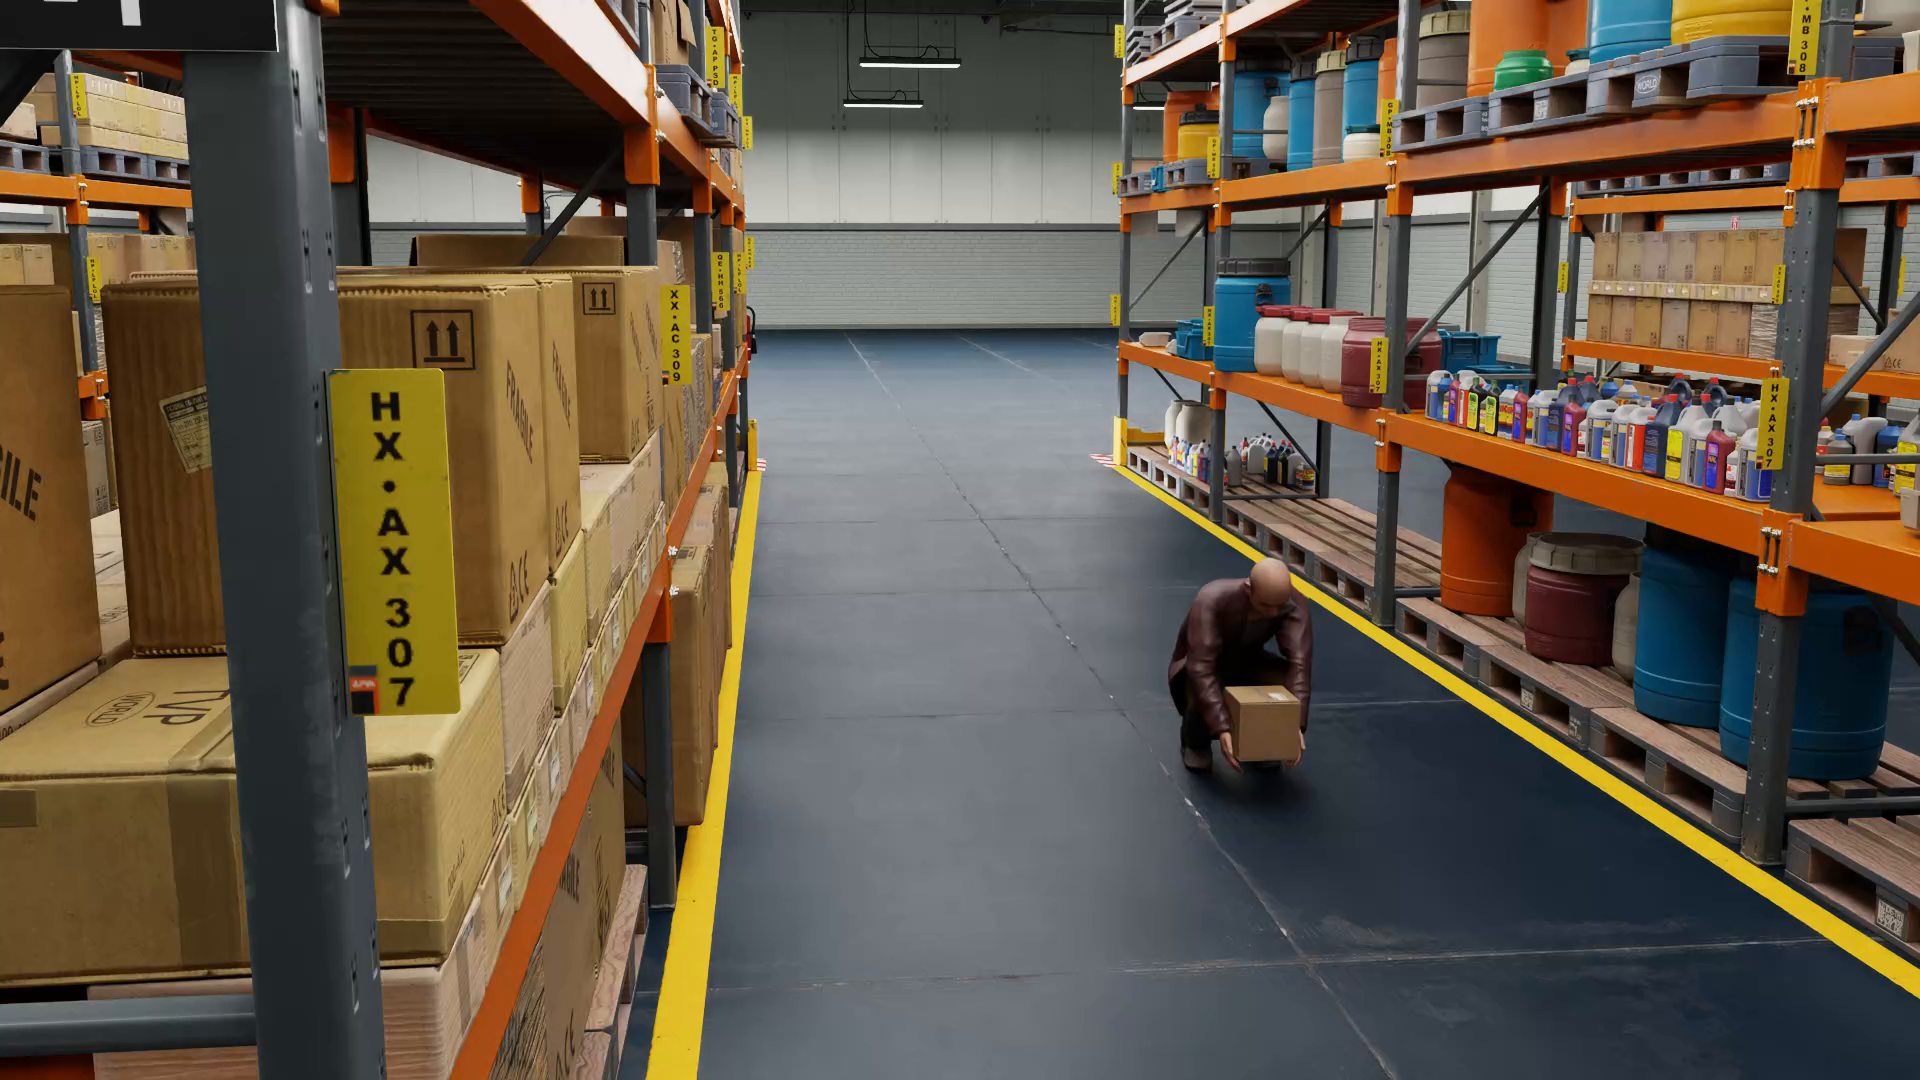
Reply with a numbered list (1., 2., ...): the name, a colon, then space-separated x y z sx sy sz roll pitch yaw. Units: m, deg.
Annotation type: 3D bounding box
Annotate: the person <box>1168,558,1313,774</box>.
1. person: 1.214 0.529 7.194 0.598 0.995 0.911 -1 10 -6
